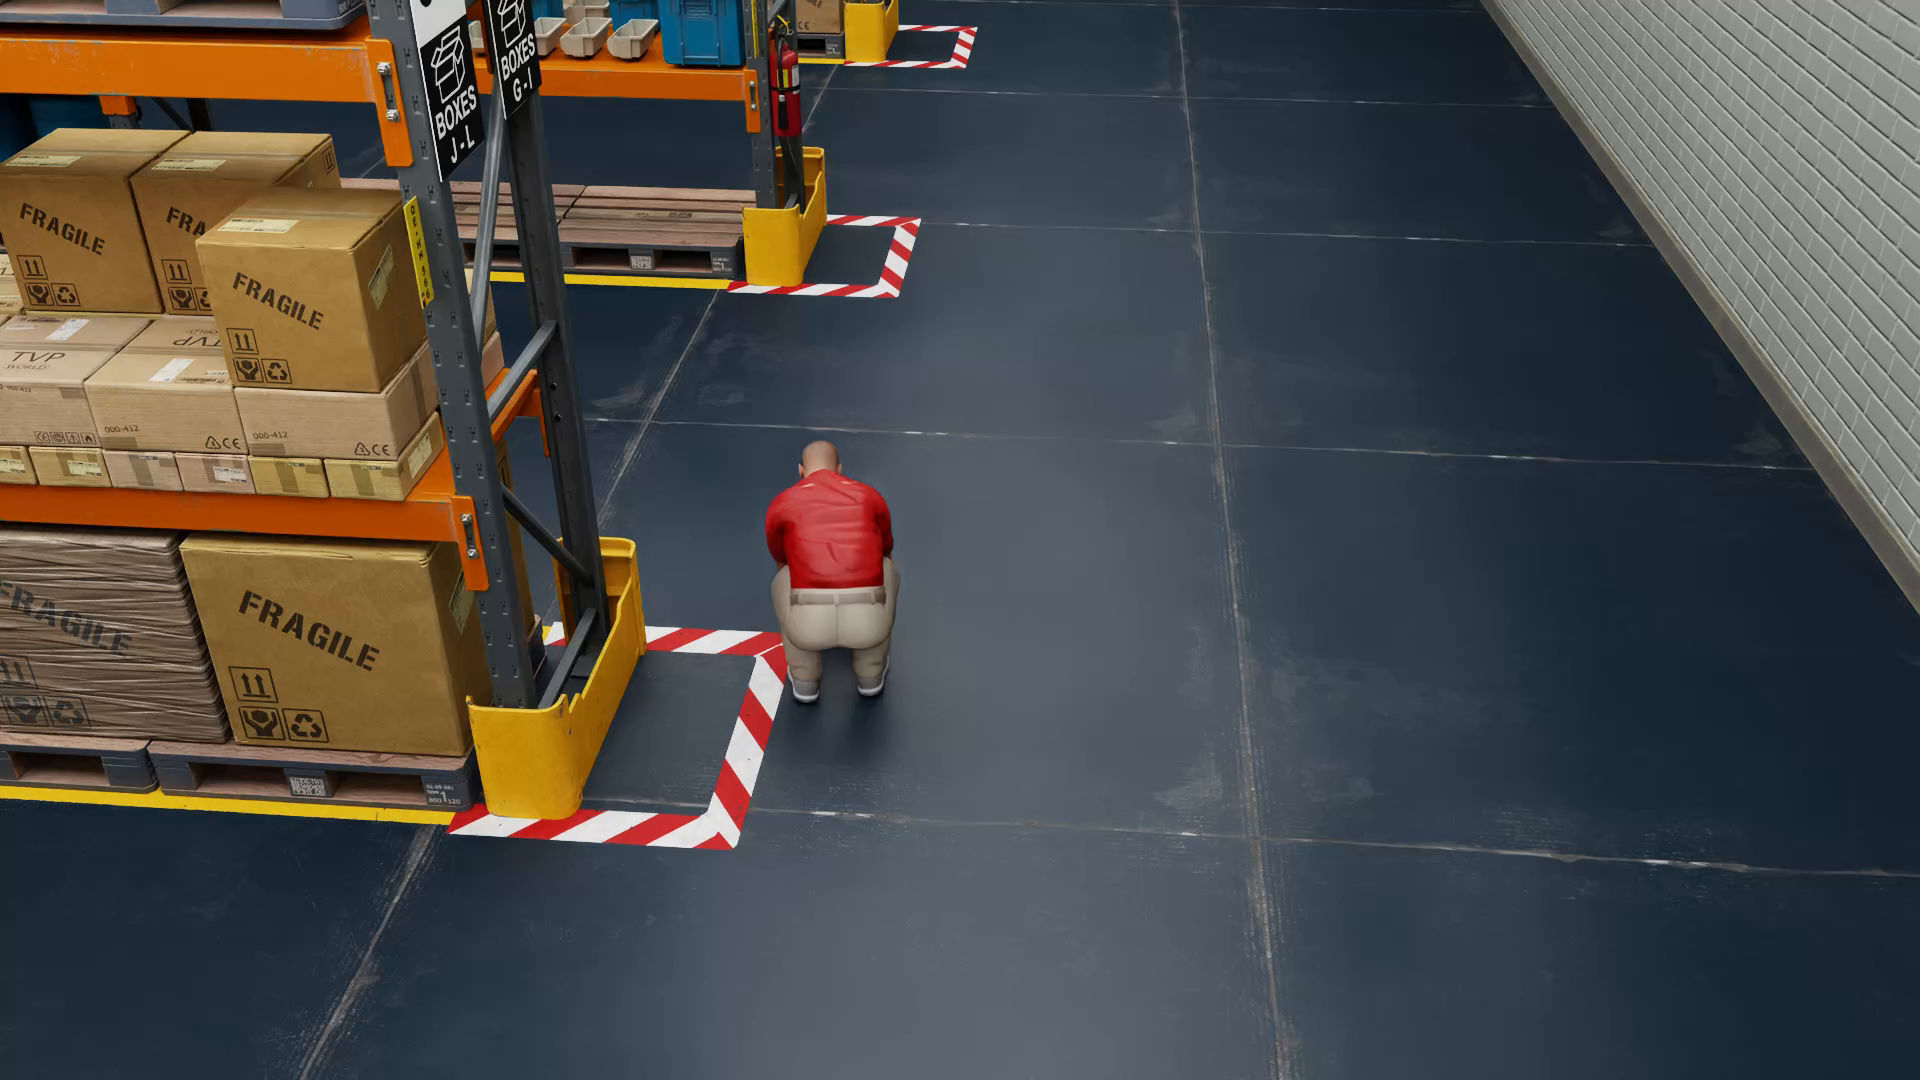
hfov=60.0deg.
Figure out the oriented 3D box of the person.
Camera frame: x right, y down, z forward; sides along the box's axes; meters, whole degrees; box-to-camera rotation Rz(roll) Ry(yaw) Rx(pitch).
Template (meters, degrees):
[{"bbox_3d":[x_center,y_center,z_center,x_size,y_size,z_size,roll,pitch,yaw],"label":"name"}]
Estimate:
[{"bbox_3d":[-0.515,0.144,6.750,0.549,0.865,0.880,-1,32,-2],"label":"person"}]
